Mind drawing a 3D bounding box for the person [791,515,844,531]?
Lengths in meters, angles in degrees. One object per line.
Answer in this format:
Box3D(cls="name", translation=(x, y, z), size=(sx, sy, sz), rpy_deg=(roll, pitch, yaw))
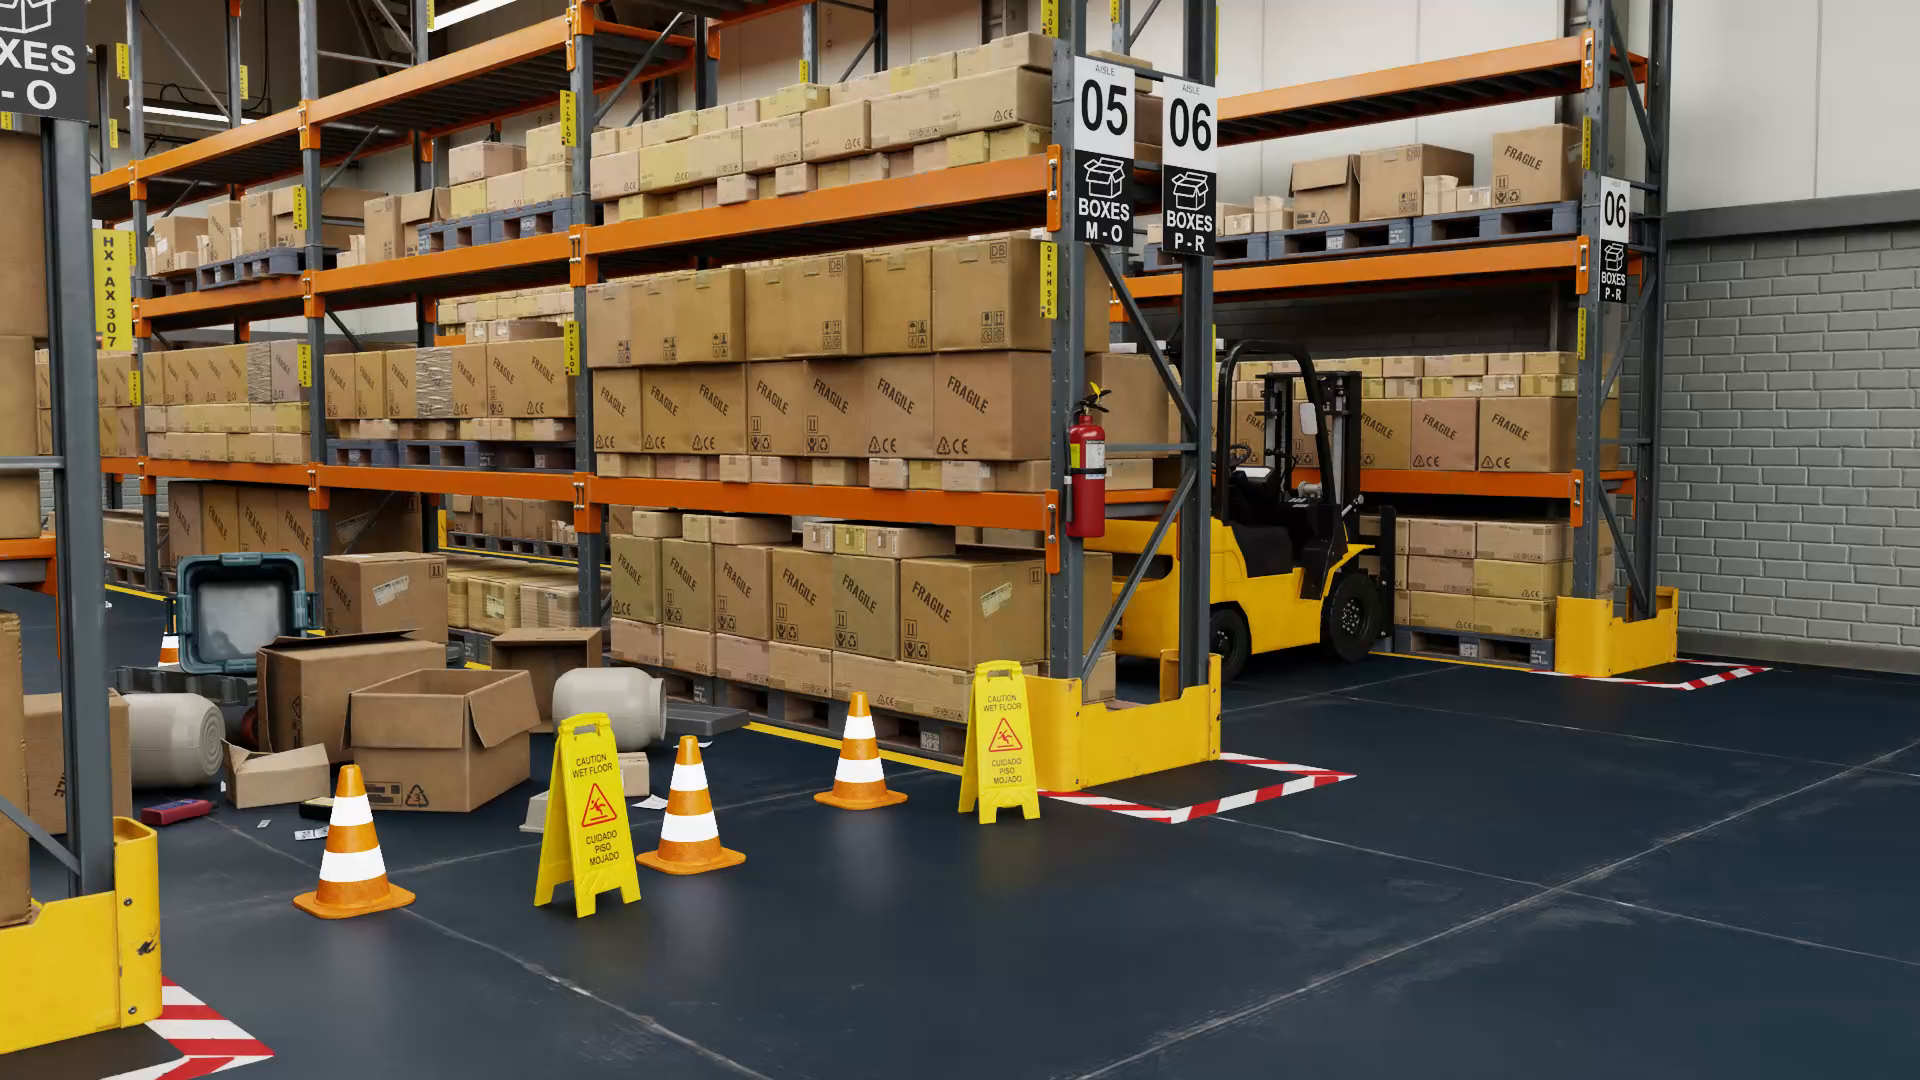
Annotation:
Box3D(cls="person", translation=(-1.059, -0.071, 11.771), size=(0.435, 1.747, 0.582), rpy_deg=(4, 5, 43))
